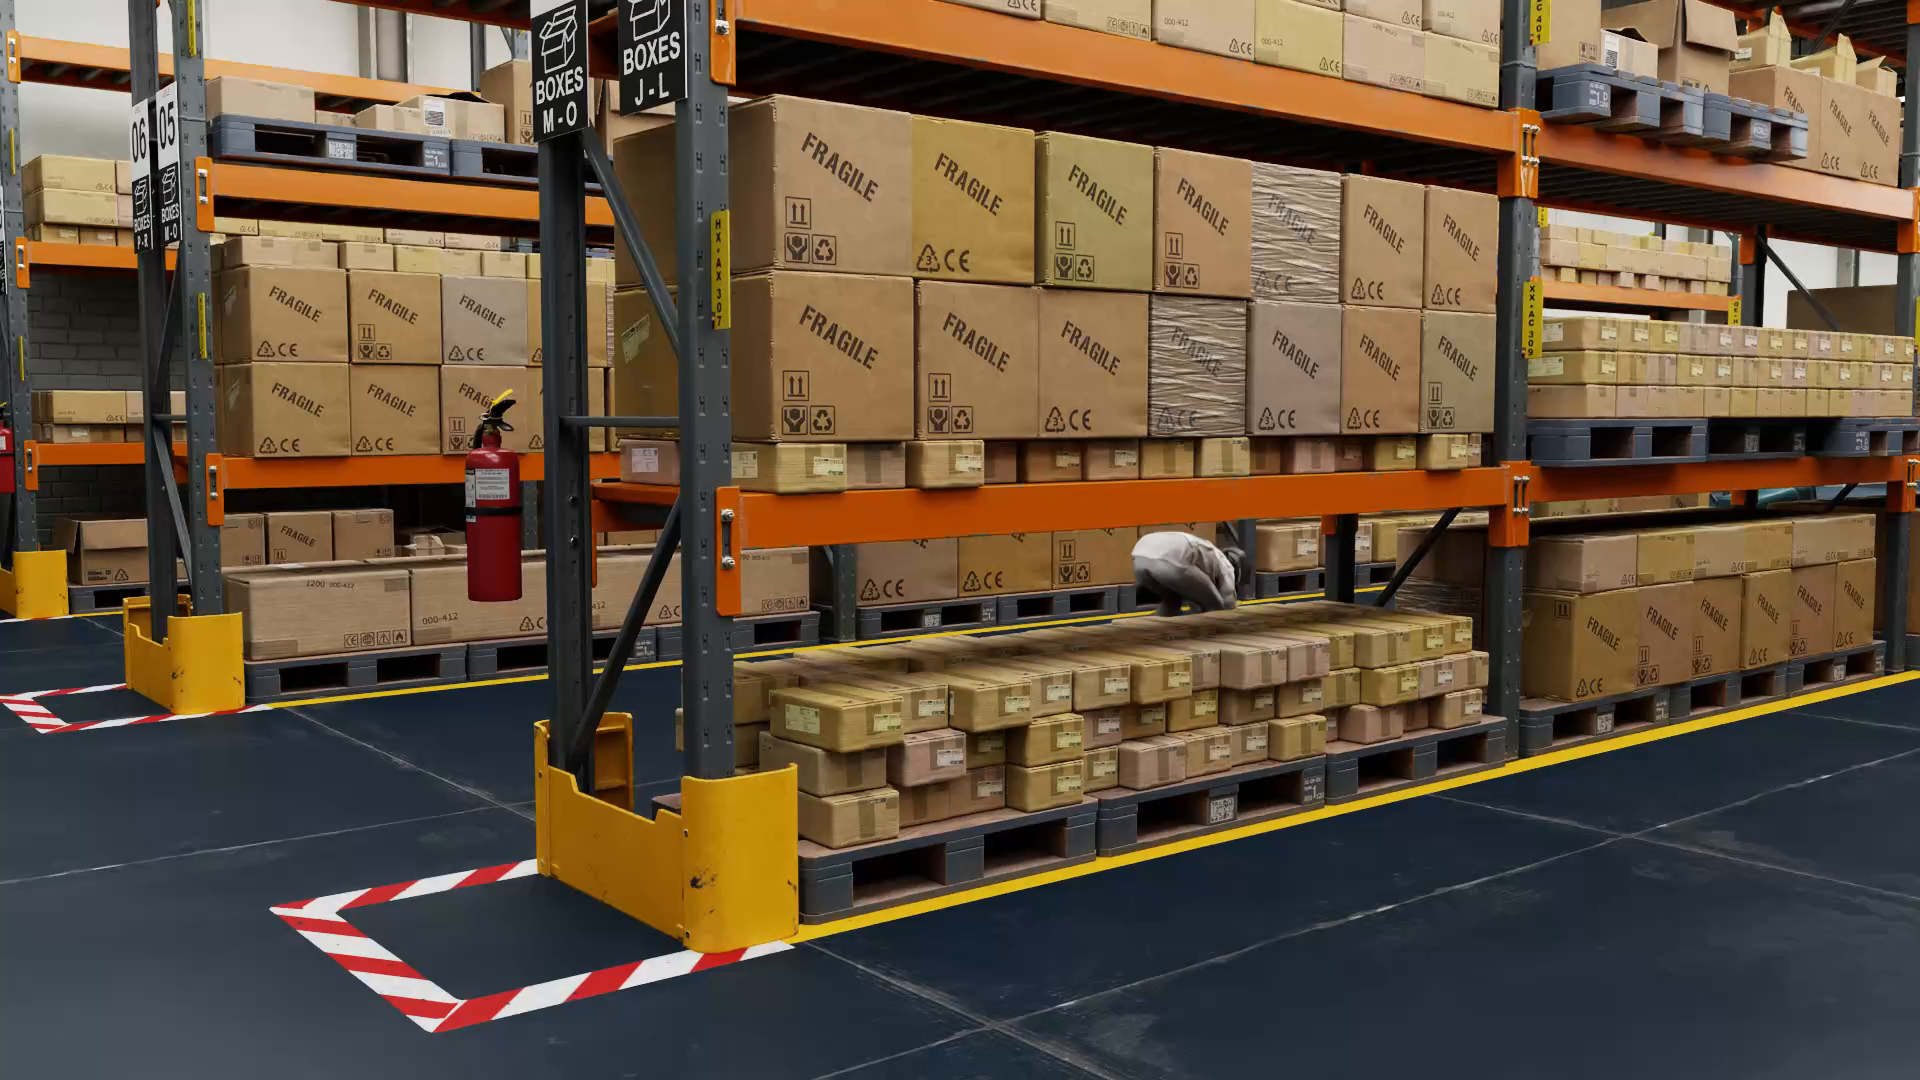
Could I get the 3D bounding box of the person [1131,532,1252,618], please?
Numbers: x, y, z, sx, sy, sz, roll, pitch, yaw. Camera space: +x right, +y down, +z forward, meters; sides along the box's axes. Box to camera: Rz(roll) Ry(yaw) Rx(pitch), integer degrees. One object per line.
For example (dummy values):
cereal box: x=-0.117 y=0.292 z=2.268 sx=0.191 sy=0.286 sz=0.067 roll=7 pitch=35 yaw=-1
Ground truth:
person: x=1.405 y=0.360 z=10.053 sx=0.888 sy=0.842 sz=0.468 roll=-4 pitch=6 yaw=-41
